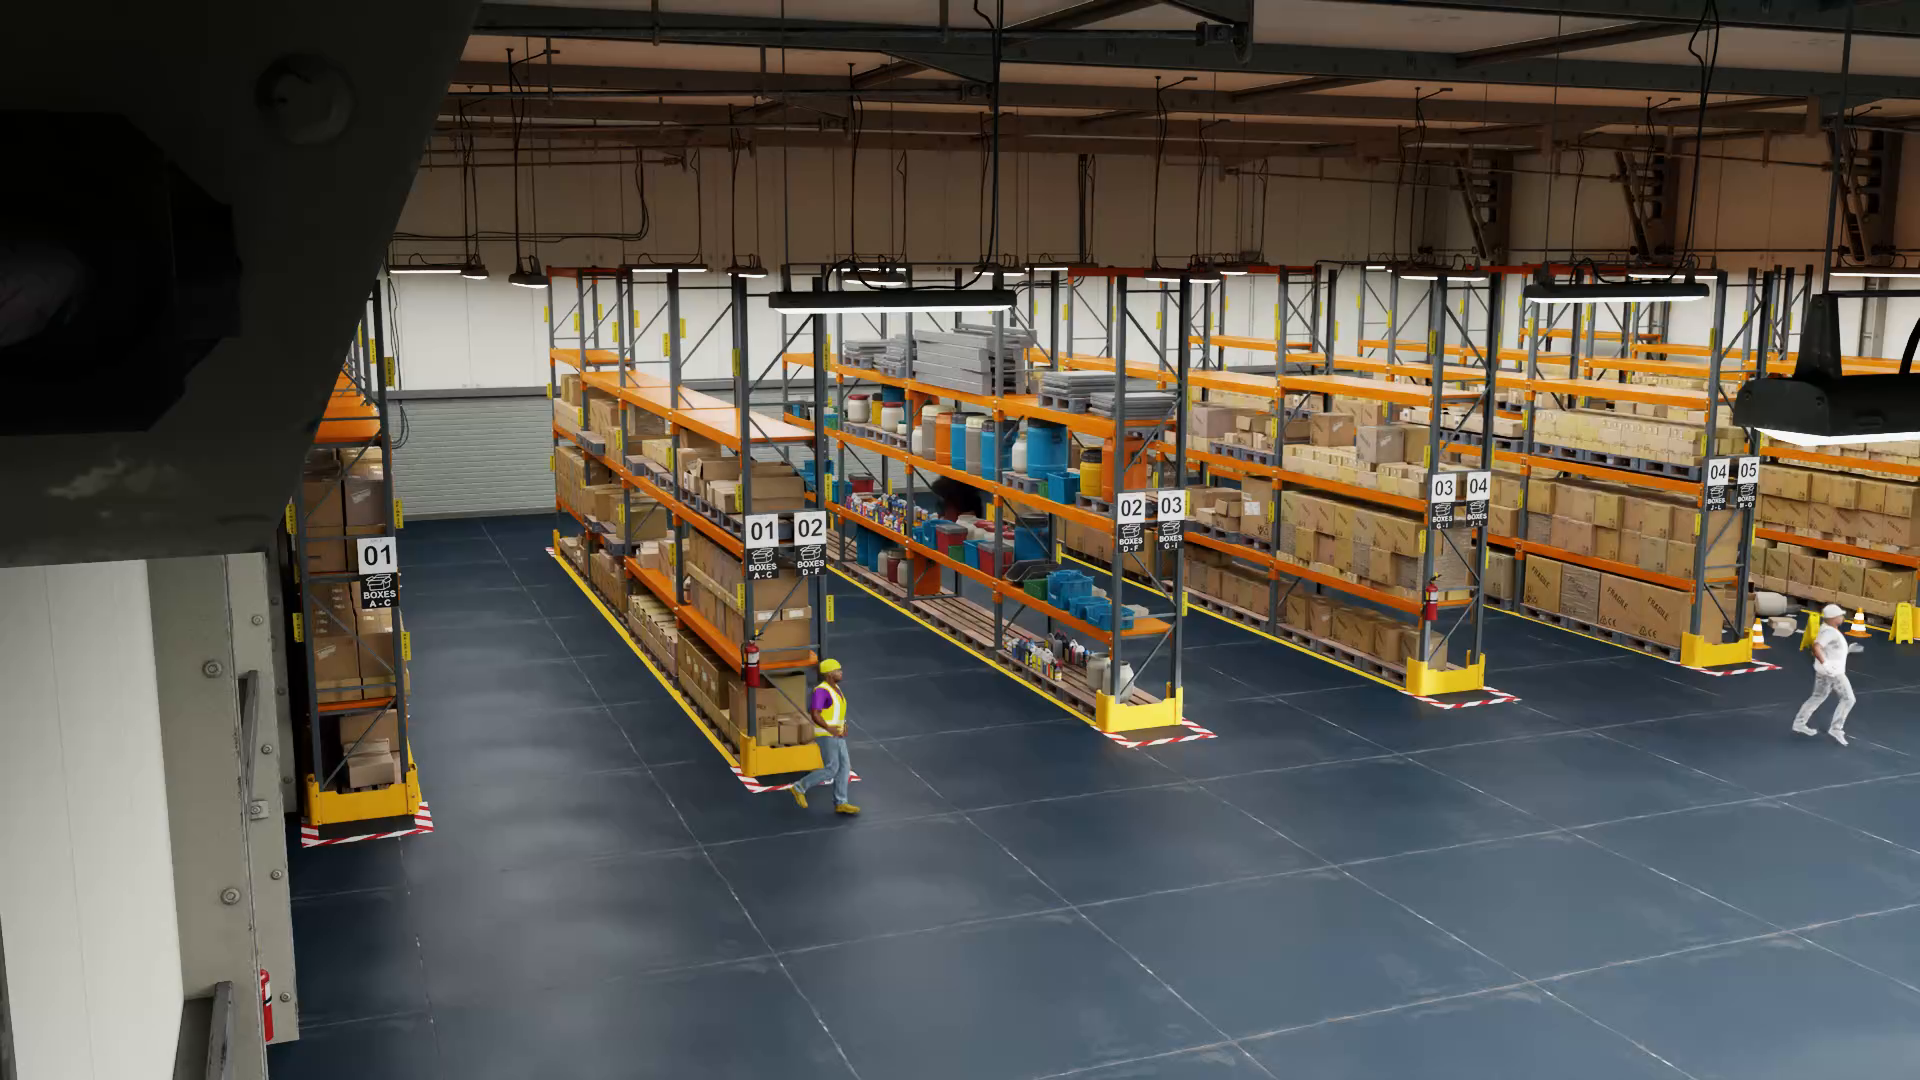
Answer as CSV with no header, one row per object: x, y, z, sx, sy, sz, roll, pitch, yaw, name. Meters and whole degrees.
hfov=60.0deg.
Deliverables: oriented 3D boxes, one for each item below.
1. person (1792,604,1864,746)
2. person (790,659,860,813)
11.270,1.744,21.532,0.766,1.843,0.663,2,10,12,person
-1.490,2.213,18.995,0.805,1.729,0.755,2,10,10,person
